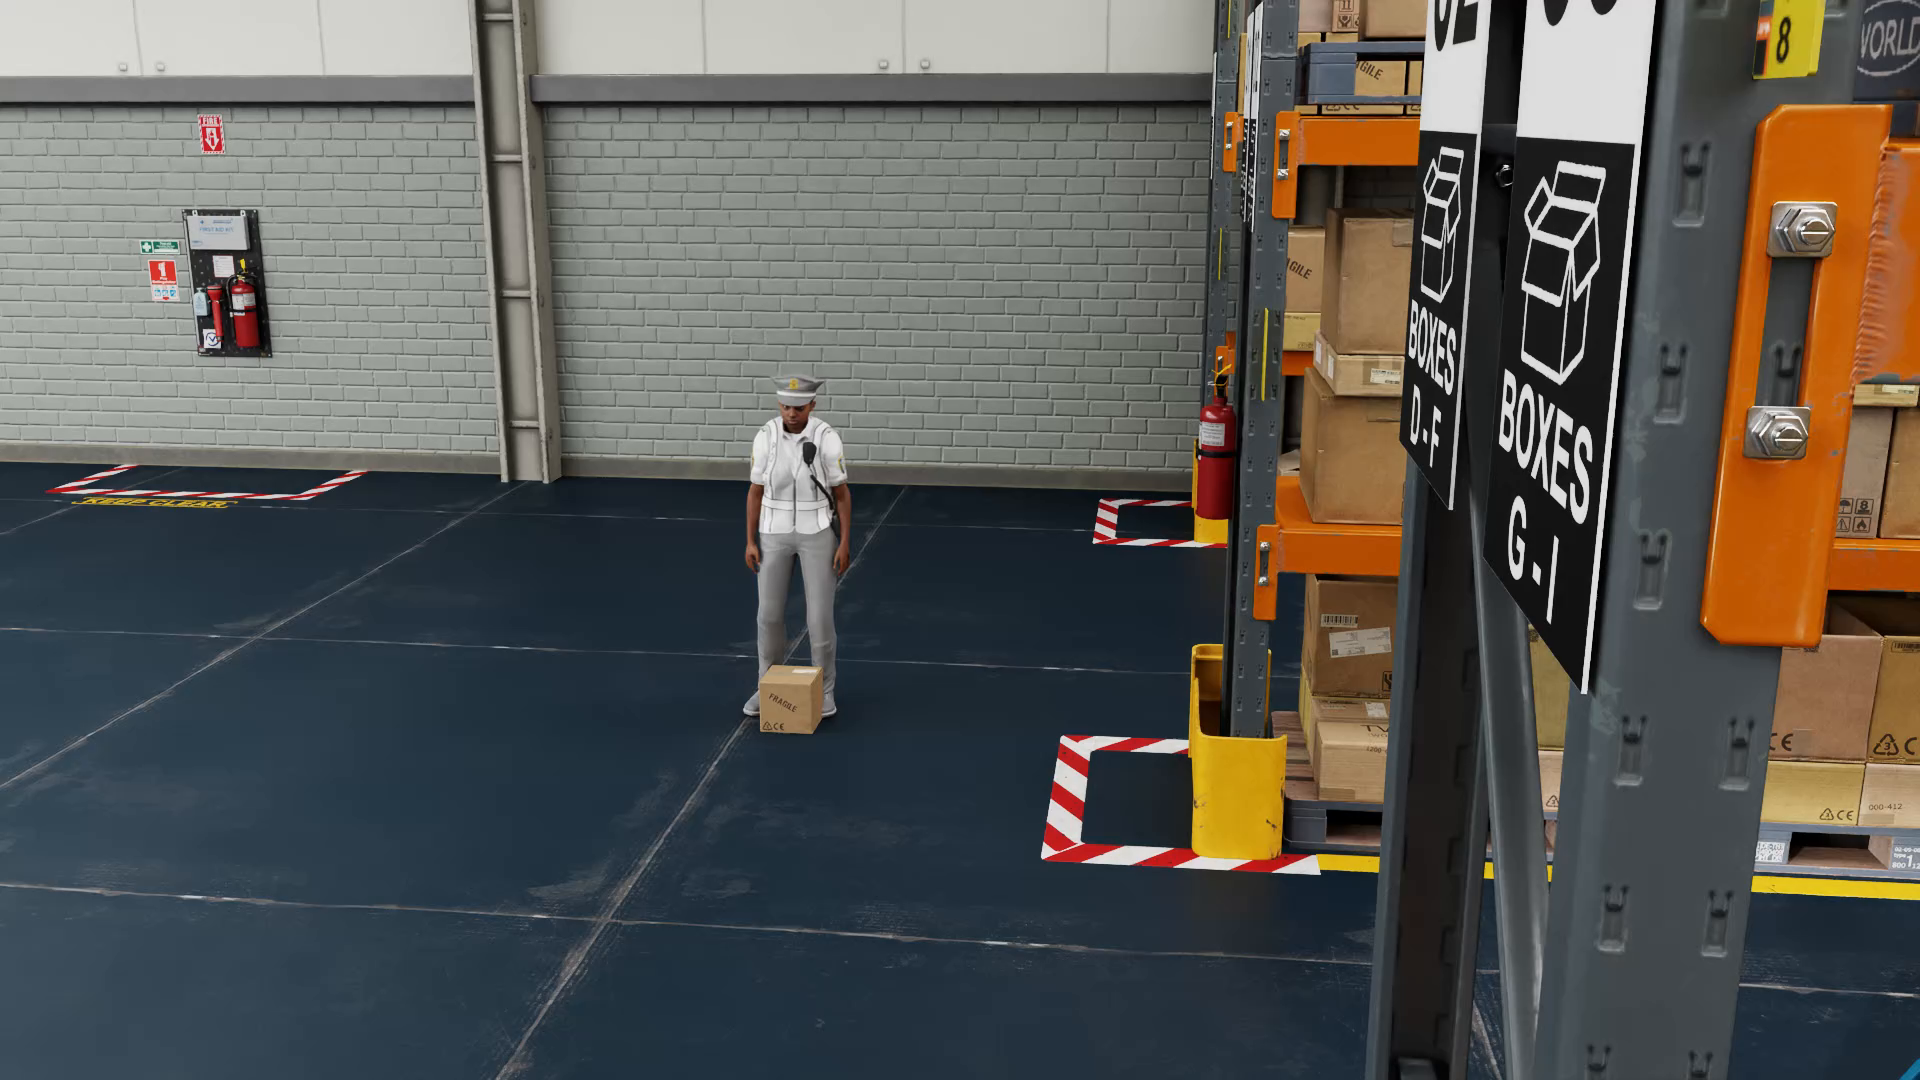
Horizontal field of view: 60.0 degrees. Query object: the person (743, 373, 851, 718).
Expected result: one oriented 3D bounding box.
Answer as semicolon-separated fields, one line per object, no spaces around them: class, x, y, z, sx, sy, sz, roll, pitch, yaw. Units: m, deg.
person;-0.782;0.018;7.941;0.524;1.658;0.396;1;14;5
